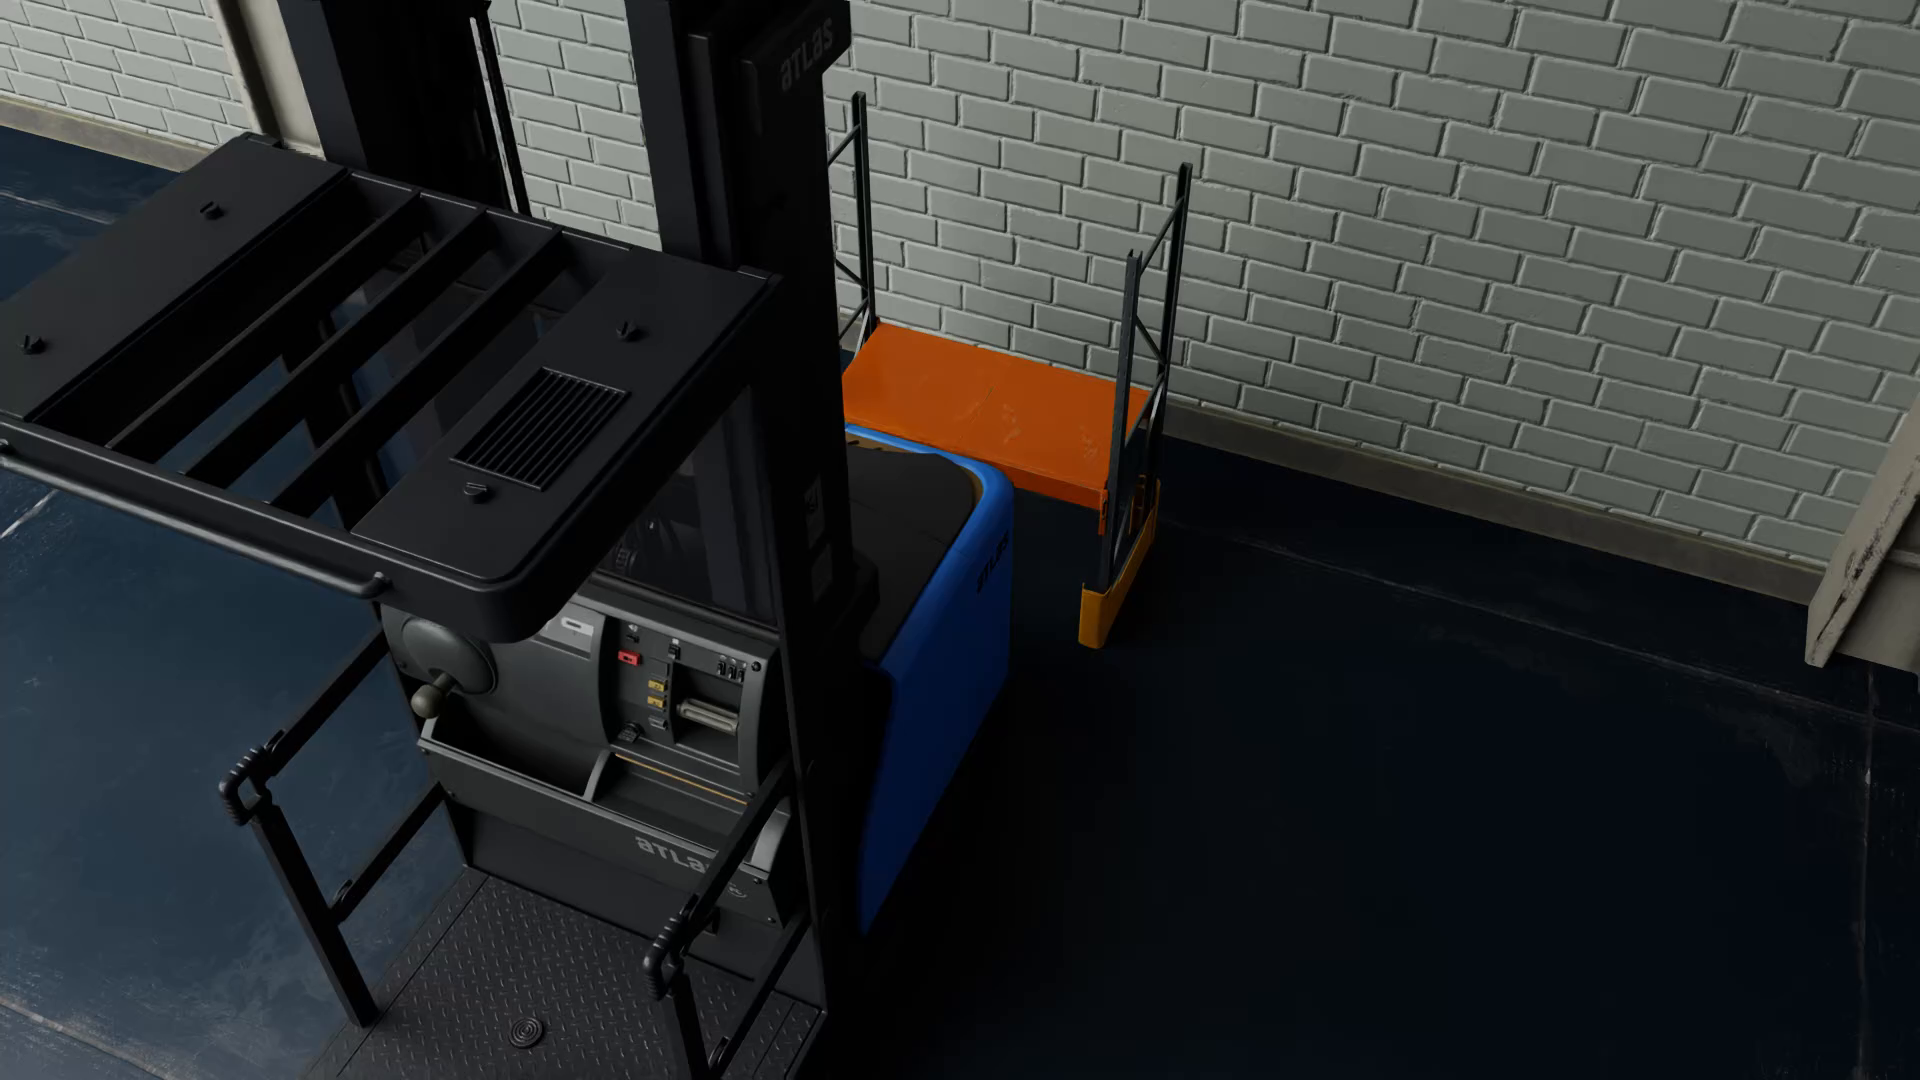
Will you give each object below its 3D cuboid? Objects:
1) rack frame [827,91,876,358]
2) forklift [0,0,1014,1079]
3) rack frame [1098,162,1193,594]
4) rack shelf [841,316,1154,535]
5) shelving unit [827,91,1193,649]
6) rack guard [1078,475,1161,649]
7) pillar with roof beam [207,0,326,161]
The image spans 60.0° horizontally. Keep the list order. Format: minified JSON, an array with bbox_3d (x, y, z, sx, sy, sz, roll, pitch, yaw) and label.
[{"bbox_3d":[-0.390,-0.647,5.336,0.032,1.500,0.500,16,47,16],"label":"rack frame"},{"bbox_3d":[-0.897,0.352,3.318,1.130,2.935,3.031,17,47,17],"label":"forklift"},{"bbox_3d":[0.548,-0.370,5.059,0.032,1.500,0.500,16,47,16],"label":"rack frame"},{"bbox_3d":[0.079,-0.381,5.325,1.000,0.185,0.538,16,47,16],"label":"rack shelf"},{"bbox_3d":[0.070,-0.511,5.200,1.083,1.500,0.587,16,47,16],"label":"shelving unit"},{"bbox_3d":[0.530,0.067,5.505,0.087,0.250,0.587,16,47,16],"label":"rack guard"},{"bbox_3d":[-4.232,-1.667,1.046,0.400,9.000,9.100,16,47,16],"label":"pillar with roof beam"}]
